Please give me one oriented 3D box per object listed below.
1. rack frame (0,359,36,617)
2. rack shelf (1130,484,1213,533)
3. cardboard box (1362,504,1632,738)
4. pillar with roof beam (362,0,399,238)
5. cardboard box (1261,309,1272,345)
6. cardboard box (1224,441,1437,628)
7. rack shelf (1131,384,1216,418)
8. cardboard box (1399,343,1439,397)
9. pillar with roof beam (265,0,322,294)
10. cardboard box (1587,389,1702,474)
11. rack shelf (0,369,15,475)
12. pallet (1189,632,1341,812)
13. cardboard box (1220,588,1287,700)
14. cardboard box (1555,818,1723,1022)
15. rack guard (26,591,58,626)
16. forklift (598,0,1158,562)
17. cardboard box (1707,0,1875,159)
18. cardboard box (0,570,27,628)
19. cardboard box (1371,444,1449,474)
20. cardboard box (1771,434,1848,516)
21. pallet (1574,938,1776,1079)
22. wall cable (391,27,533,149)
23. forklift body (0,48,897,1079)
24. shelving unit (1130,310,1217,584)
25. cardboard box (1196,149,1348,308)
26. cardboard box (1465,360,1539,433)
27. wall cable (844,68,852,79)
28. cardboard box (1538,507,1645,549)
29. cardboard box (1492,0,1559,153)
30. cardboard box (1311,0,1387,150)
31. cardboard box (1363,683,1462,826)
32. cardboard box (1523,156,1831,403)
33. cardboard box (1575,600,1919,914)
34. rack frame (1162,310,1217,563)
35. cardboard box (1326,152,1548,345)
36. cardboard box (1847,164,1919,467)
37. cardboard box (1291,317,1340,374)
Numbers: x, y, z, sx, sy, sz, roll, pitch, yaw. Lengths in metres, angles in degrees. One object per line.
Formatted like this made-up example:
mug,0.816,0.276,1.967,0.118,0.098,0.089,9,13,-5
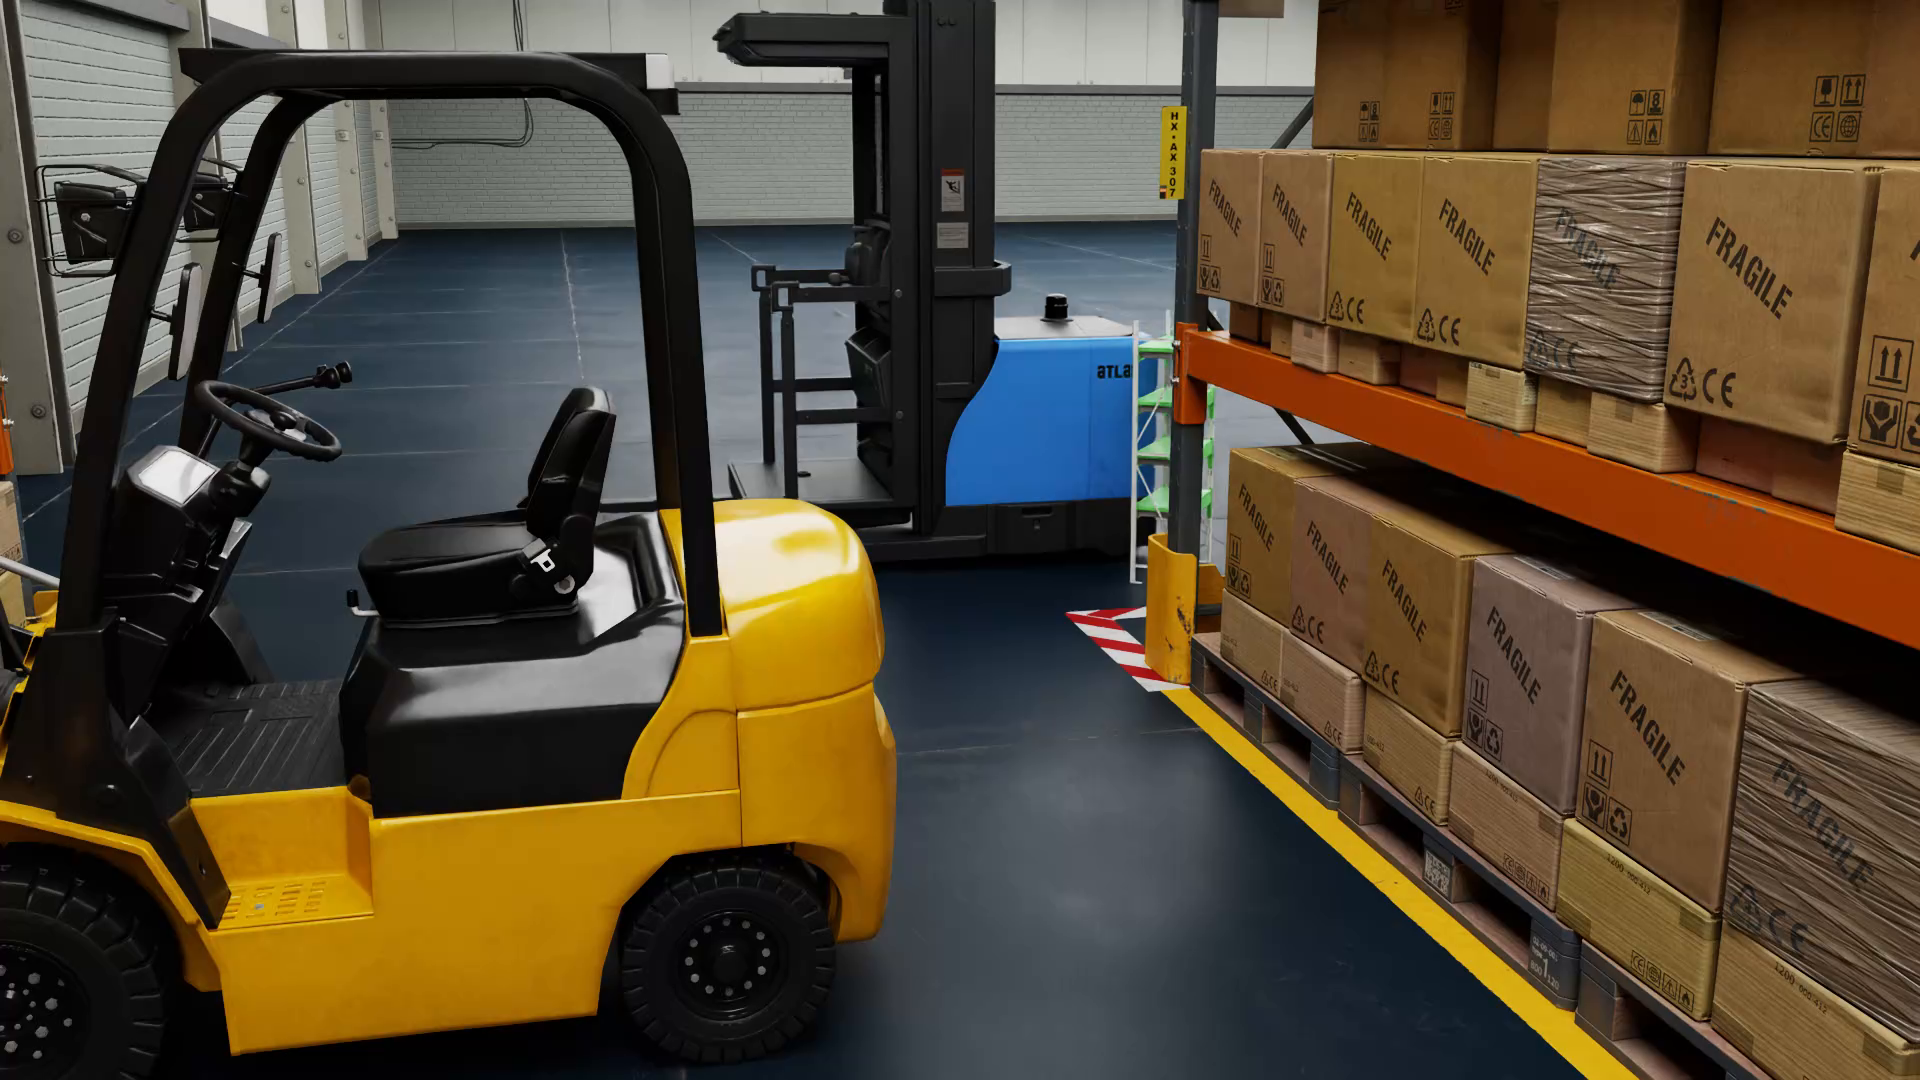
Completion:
rack frame,-3.527,-0.726,5.078,1.000,3.000,0.127,-3,14,-13
rack shelf,0.987,-0.135,7.724,0.258,0.148,0.480,5,15,23
cardboard box,1.461,0.208,4.586,0.500,0.500,0.500,-3,14,-12
pillar with roof beam,-7.100,-10.590,32.813,9.100,9.000,0.400,-3,14,-13
cardboard box,1.249,-0.734,5.640,0.380,0.149,0.250,-3,14,-12
cardboard box,1.224,-0.029,5.554,0.500,0.500,0.500,-4,14,-15
rack shelf,0.982,-0.602,7.613,0.258,0.148,0.480,5,15,23
cardboard box,1.461,-0.492,4.649,0.380,0.149,0.250,-3,14,-11
pillar with roof beam,-4.282,-7.822,21.481,9.100,9.000,0.400,-3,14,-13
cardboard box,1.623,-0.250,3.659,0.380,0.149,0.250,-3,14,-14
rack shelf,-3.057,0.085,3.275,1.077,0.370,4.000,-3,14,-13
pallet,1.472,0.558,5.698,1.003,0.211,1.213,-3,14,-13
cardboard box,1.218,0.330,5.665,0.500,0.250,0.500,-3,14,-14
cardboard box,1.702,0.807,3.711,0.500,0.250,0.500,-4,14,-15
rack guard,-3.532,0.483,5.397,1.175,0.500,0.348,-3,14,-13
forklift,-0.618,-1.376,7.883,3.031,2.935,1.130,-3,14,-12
cardboard box,2.154,-1.109,3.703,0.700,0.500,0.500,-4,14,-14
cardboard box,-3.108,0.258,4.907,0.500,0.250,0.500,-3,14,-14
cardboard box,1.739,-0.066,5.704,0.500,0.500,0.500,-3,14,-13
cardboard box,1.814,-0.137,3.199,0.380,0.149,0.250,-3,14,-13
pallet,2.045,1.121,3.394,1.003,0.211,1.213,-3,14,-13
wall cable,-10.691,-9.595,35.282,3.097,2.526,0.112,-3,14,-13
forklift body,-1.308,0.022,3.804,2.313,2.155,1.214,-3,14,-13
shelving unit,0.984,-0.430,7.654,0.258,1.200,0.503,5,15,23
cardboard box,1.139,-1.072,5.656,0.500,0.500,0.500,-4,14,-14
cardboard box,1.497,-0.368,4.142,0.380,0.149,0.250,-3,14,-13
wall cable,-1.460,-13.281,36.661,2.305,6.003,0.169,-3,14,-13
cardboard box,1.977,0.171,4.734,0.500,0.500,0.500,-4,14,-15
cardboard box,1.961,-1.347,4.678,0.700,0.500,0.500,-3,14,-14
cardboard box,1.630,-1.576,5.615,0.700,0.500,0.500,-4,14,-15
cardboard box,1.471,0.573,4.669,0.500,0.250,0.500,-2,14,-9
cardboard box,1.637,-0.600,3.726,0.500,0.500,0.500,-3,14,-12
cardboard box,1.716,0.448,3.601,0.500,0.500,0.500,-3,14,-12
rack frame,1.082,-0.483,7.871,0.240,1.200,0.015,5,15,23
cardboard box,1.385,-0.835,4.687,0.500,0.500,0.500,-4,14,-14
cardboard box,1.891,-0.362,2.752,0.500,0.500,0.500,-4,14,-15
cardboard box,1.248,-0.607,5.121,0.380,0.149,0.250,-3,14,-12
